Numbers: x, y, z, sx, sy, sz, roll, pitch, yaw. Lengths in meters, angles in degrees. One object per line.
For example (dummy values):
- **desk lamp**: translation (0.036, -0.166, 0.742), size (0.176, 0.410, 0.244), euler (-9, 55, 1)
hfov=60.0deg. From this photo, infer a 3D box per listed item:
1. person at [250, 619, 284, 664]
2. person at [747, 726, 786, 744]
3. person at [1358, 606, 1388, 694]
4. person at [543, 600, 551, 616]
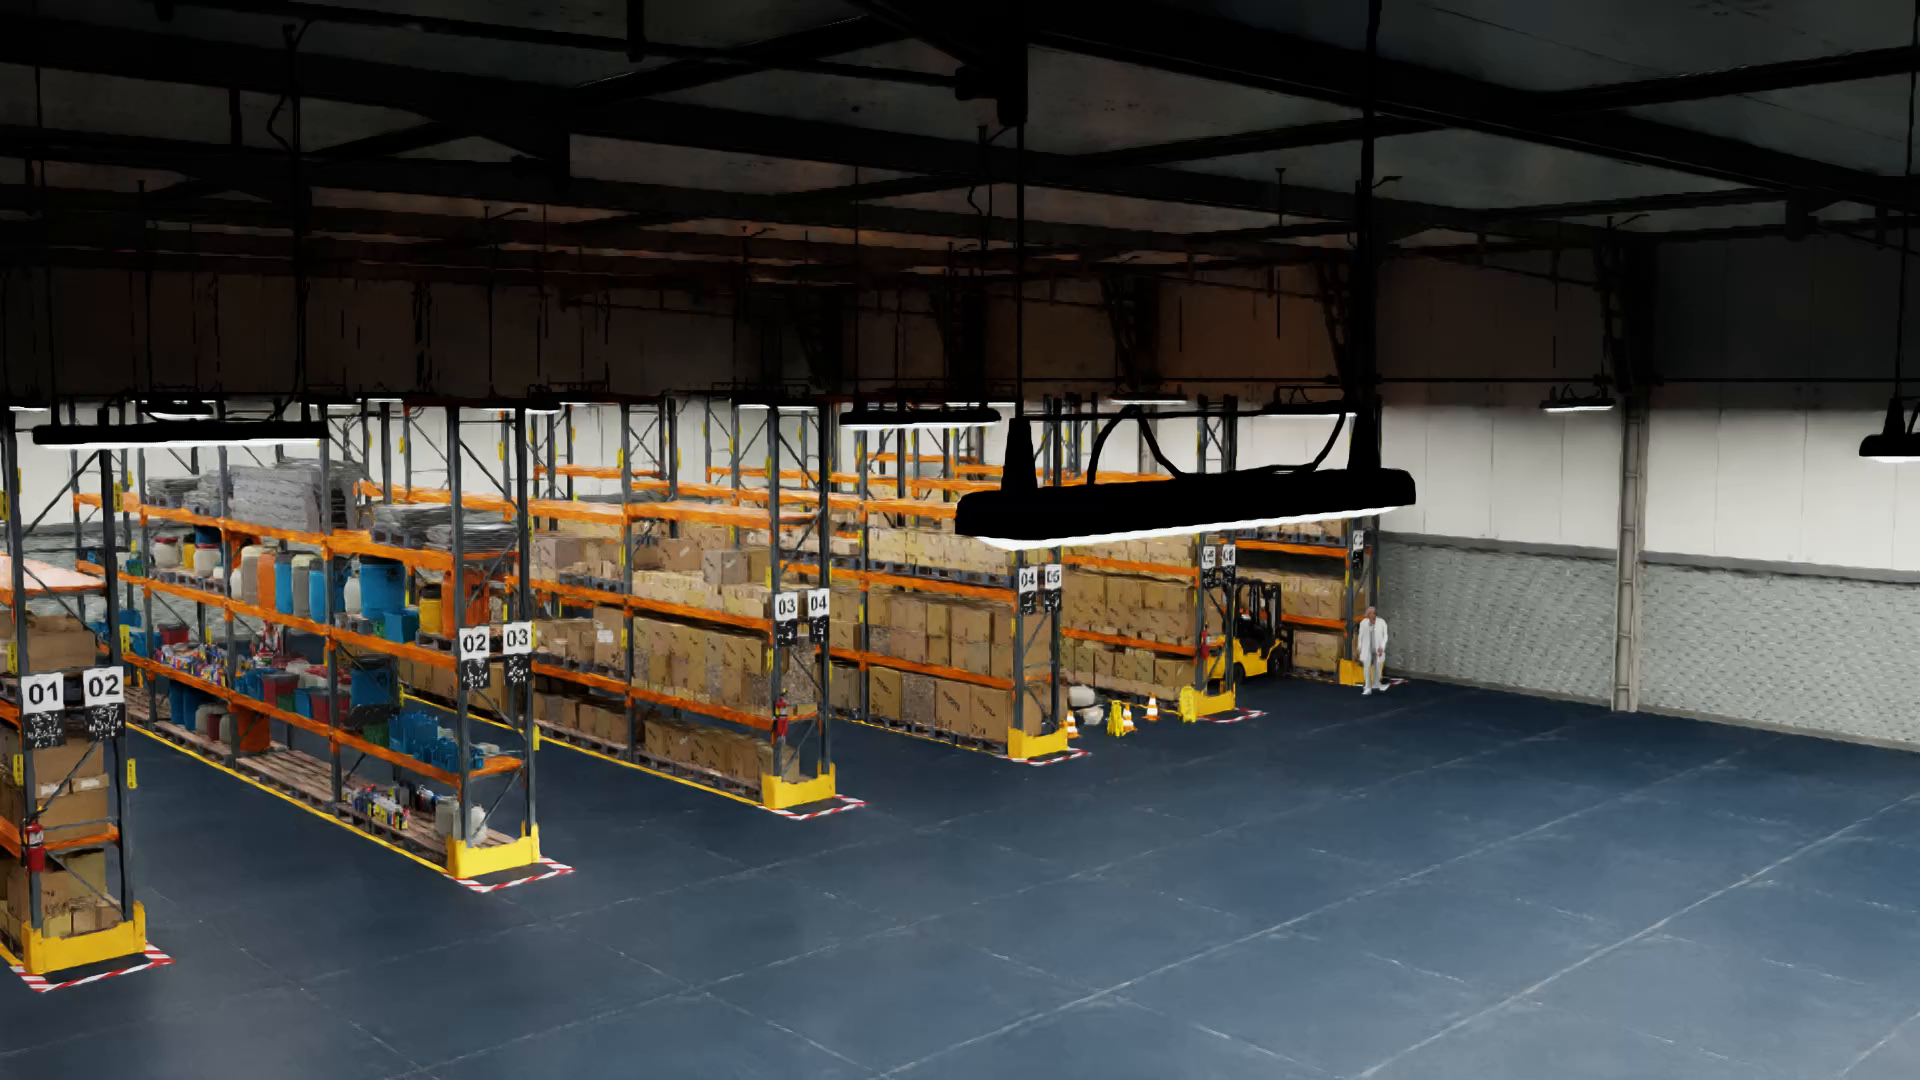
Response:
- **person**: translation (-13.562, 2.320, 32.632), size (0.542, 1.740, 0.678), euler (5, 8, 44)
- **person**: translation (-3.214, 2.823, 27.785), size (0.997, 1.623, 0.448), euler (4, 7, 38)
- **person**: translation (8.336, 2.218, 33.579), size (0.604, 1.750, 0.768), euler (2, 6, 17)
- **person**: translation (-10.255, 1.410, 41.637), size (0.631, 1.776, 0.496), euler (1, 6, 8)
